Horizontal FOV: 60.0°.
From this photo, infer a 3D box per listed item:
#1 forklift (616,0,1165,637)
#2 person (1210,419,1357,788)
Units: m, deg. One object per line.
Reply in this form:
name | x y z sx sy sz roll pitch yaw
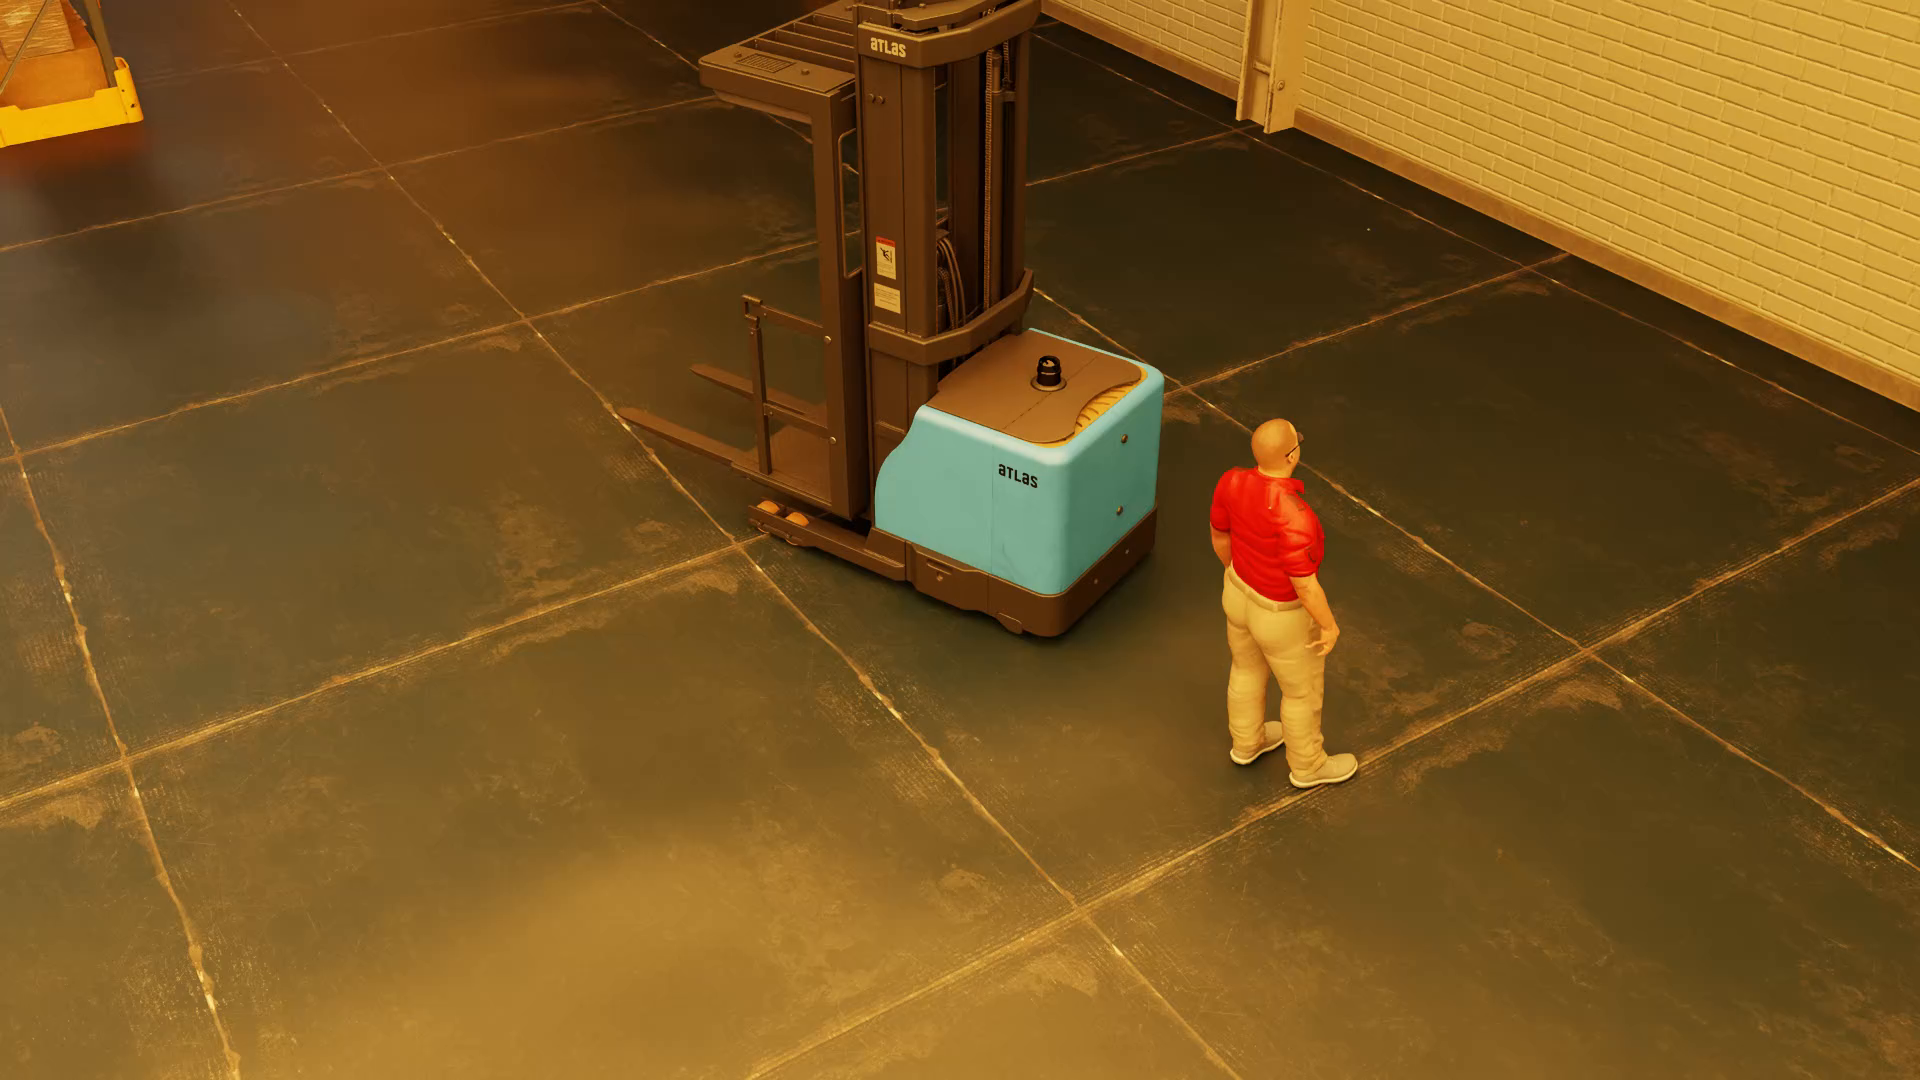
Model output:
forklift | -0.500 -1.399 8.138 3.031 2.935 1.130 22 41 28
person | 1.352 0.239 6.841 0.551 1.727 0.642 -21 40 -27
